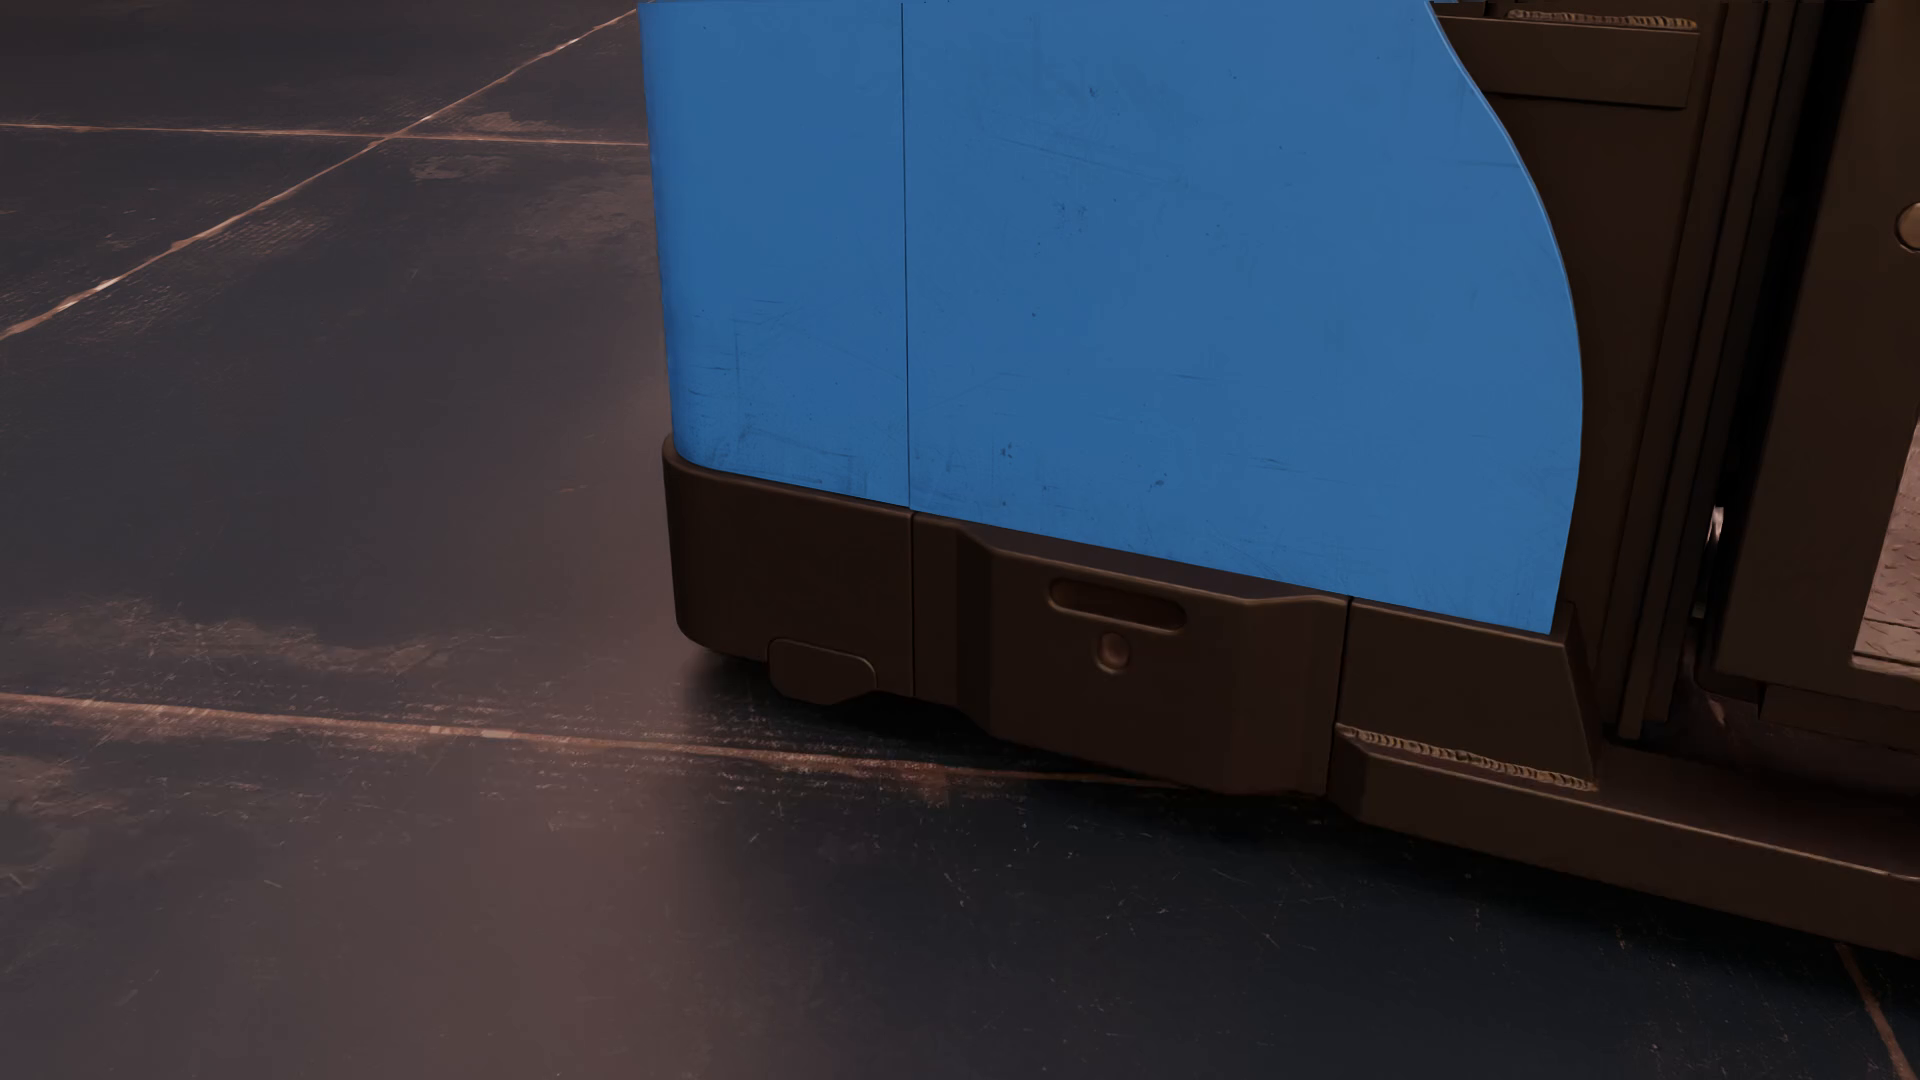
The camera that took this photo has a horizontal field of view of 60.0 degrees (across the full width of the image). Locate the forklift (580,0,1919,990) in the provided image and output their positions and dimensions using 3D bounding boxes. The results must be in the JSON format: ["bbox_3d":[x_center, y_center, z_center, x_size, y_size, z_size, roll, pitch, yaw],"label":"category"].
[{"bbox_3d":[1.128,-1.078,1.378,3.031,2.935,1.130,11,29,22],"label":"forklift"}]
